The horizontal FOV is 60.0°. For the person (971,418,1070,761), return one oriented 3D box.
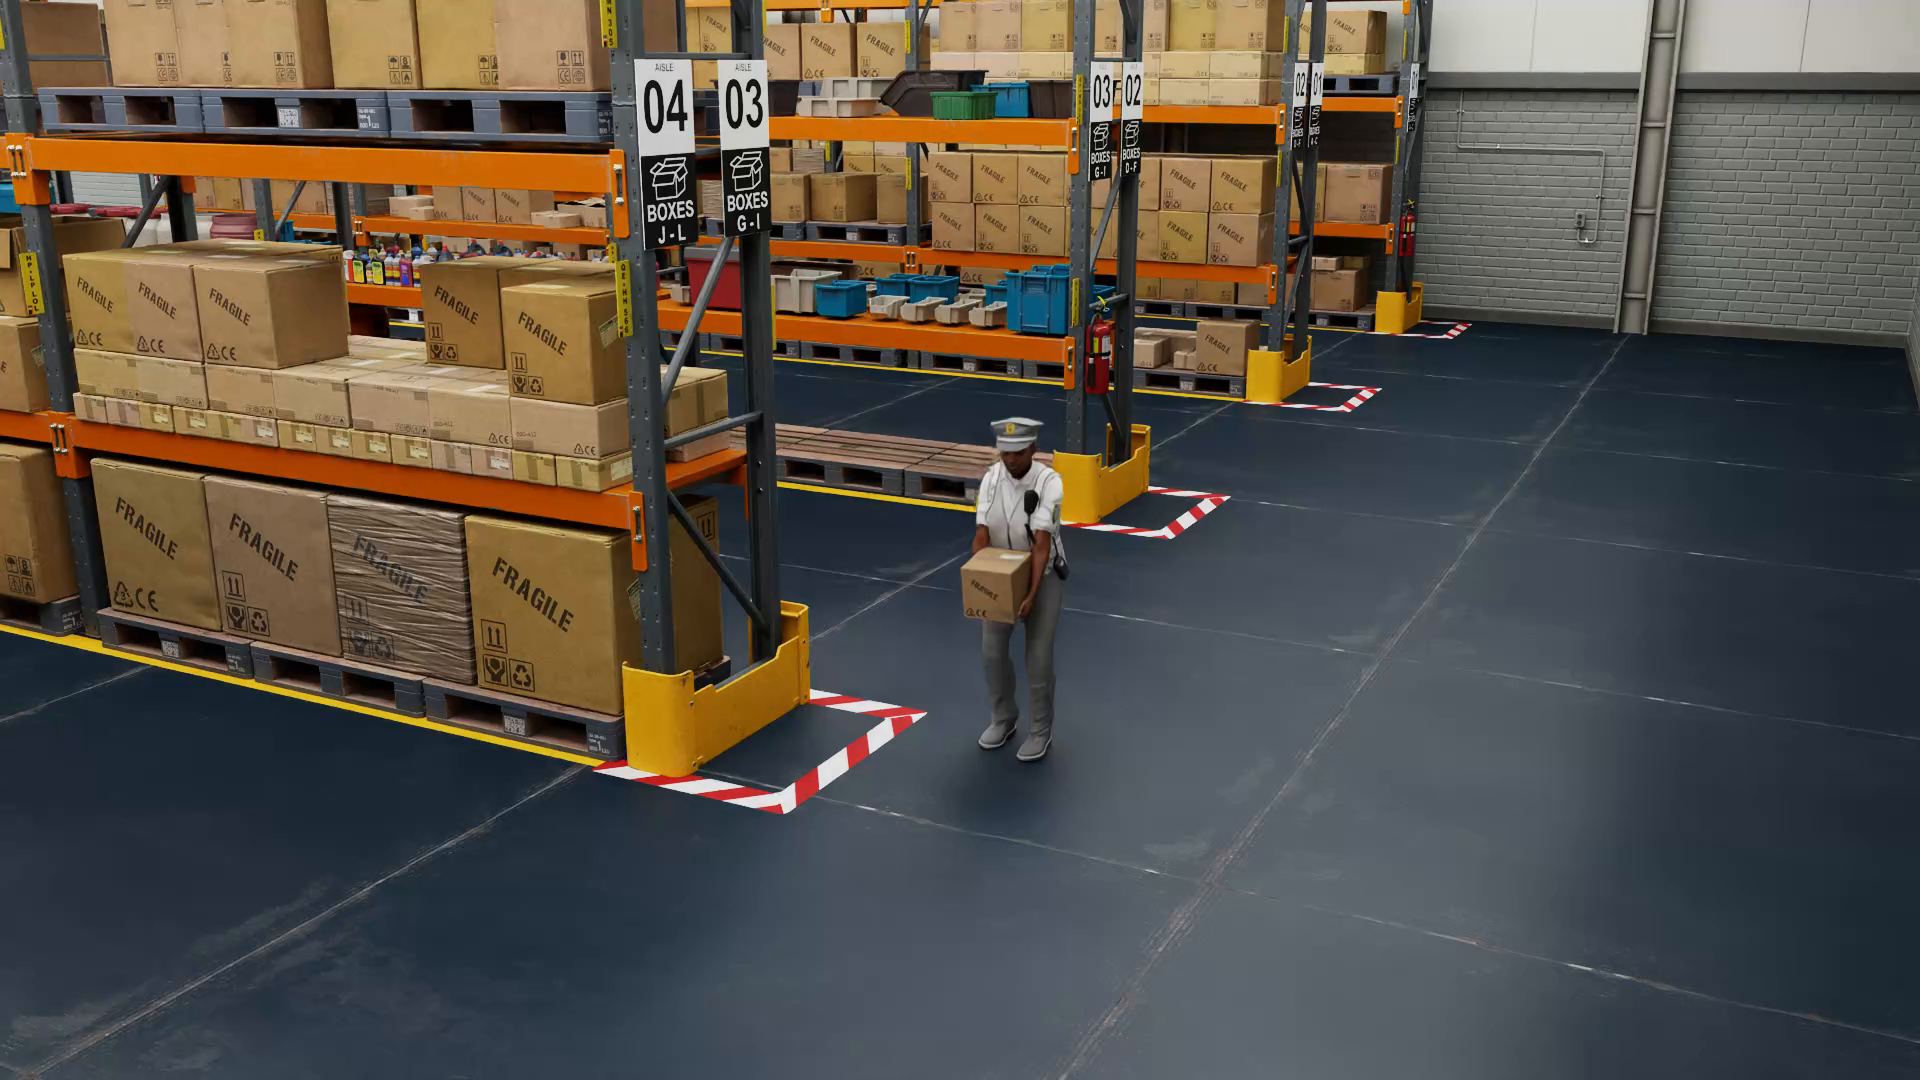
[{"bbox_3d":[0.273,0.220,7.805,0.416,1.646,0.554,7,18,25],"label":"person"}]
